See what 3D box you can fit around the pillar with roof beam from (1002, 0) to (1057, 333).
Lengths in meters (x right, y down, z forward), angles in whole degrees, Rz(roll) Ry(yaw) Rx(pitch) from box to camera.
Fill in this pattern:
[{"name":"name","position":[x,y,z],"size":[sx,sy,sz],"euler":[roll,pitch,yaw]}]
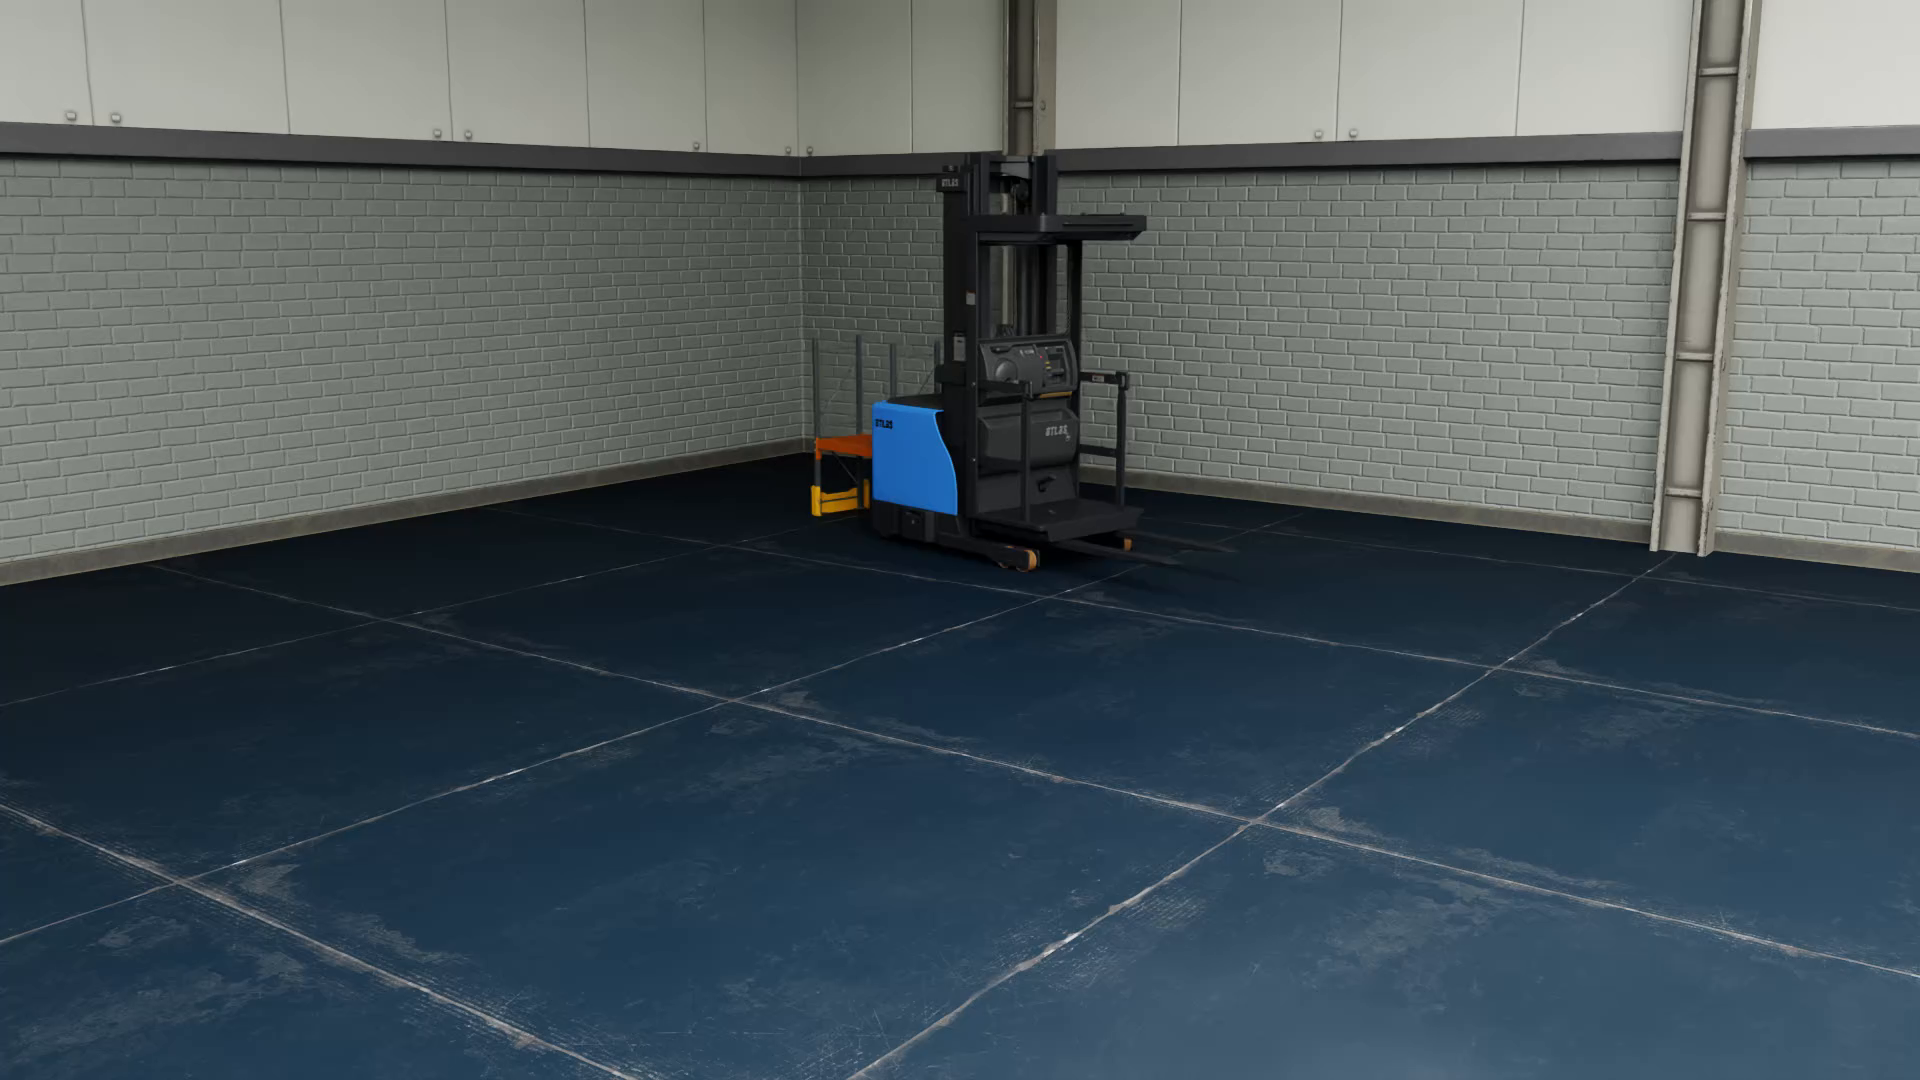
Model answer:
[{"name":"pillar with roof beam","position":[-1.904,-4.356,11.852],"size":[0.400,9.000,9.100],"euler":[8,13,36]}]

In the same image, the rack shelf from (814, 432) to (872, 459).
[{"name":"rack shelf","position":[-0.696,-0.735,13.829],"size":[0.538,0.185,1.000],"euler":[-10,15,-41]}]

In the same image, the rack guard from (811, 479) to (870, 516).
[{"name":"rack guard","position":[-1.023,-0.367,14.271],"size":[0.587,0.250,0.087],"euler":[-10,15,-41]}]

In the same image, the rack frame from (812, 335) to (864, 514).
[{"name":"rack frame","position":[-1.036,-0.984,14.166],"size":[0.500,1.500,0.032],"euler":[-10,15,-41]}]

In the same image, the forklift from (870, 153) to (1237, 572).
[{"name":"forklift","position":[0.653,-1.317,12.122],"size":[1.130,2.935,3.031],"euler":[-10,15,-41]}]

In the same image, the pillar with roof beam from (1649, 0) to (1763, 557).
[{"name":"pillar with roof beam","position":[2.932,-3.681,8.365],"size":[0.400,9.000,9.100],"euler":[8,13,36]}]

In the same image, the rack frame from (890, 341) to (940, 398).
[{"name":"rack frame","position":[-0.357,-0.840,13.423],"size":[0.500,1.500,0.032],"euler":[-10,15,-41]}]

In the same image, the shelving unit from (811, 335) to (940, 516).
[{"name":"shelving unit","position":[-0.690,-0.911,13.788],"size":[0.587,1.500,1.083],"euler":[-10,15,-41]}]
